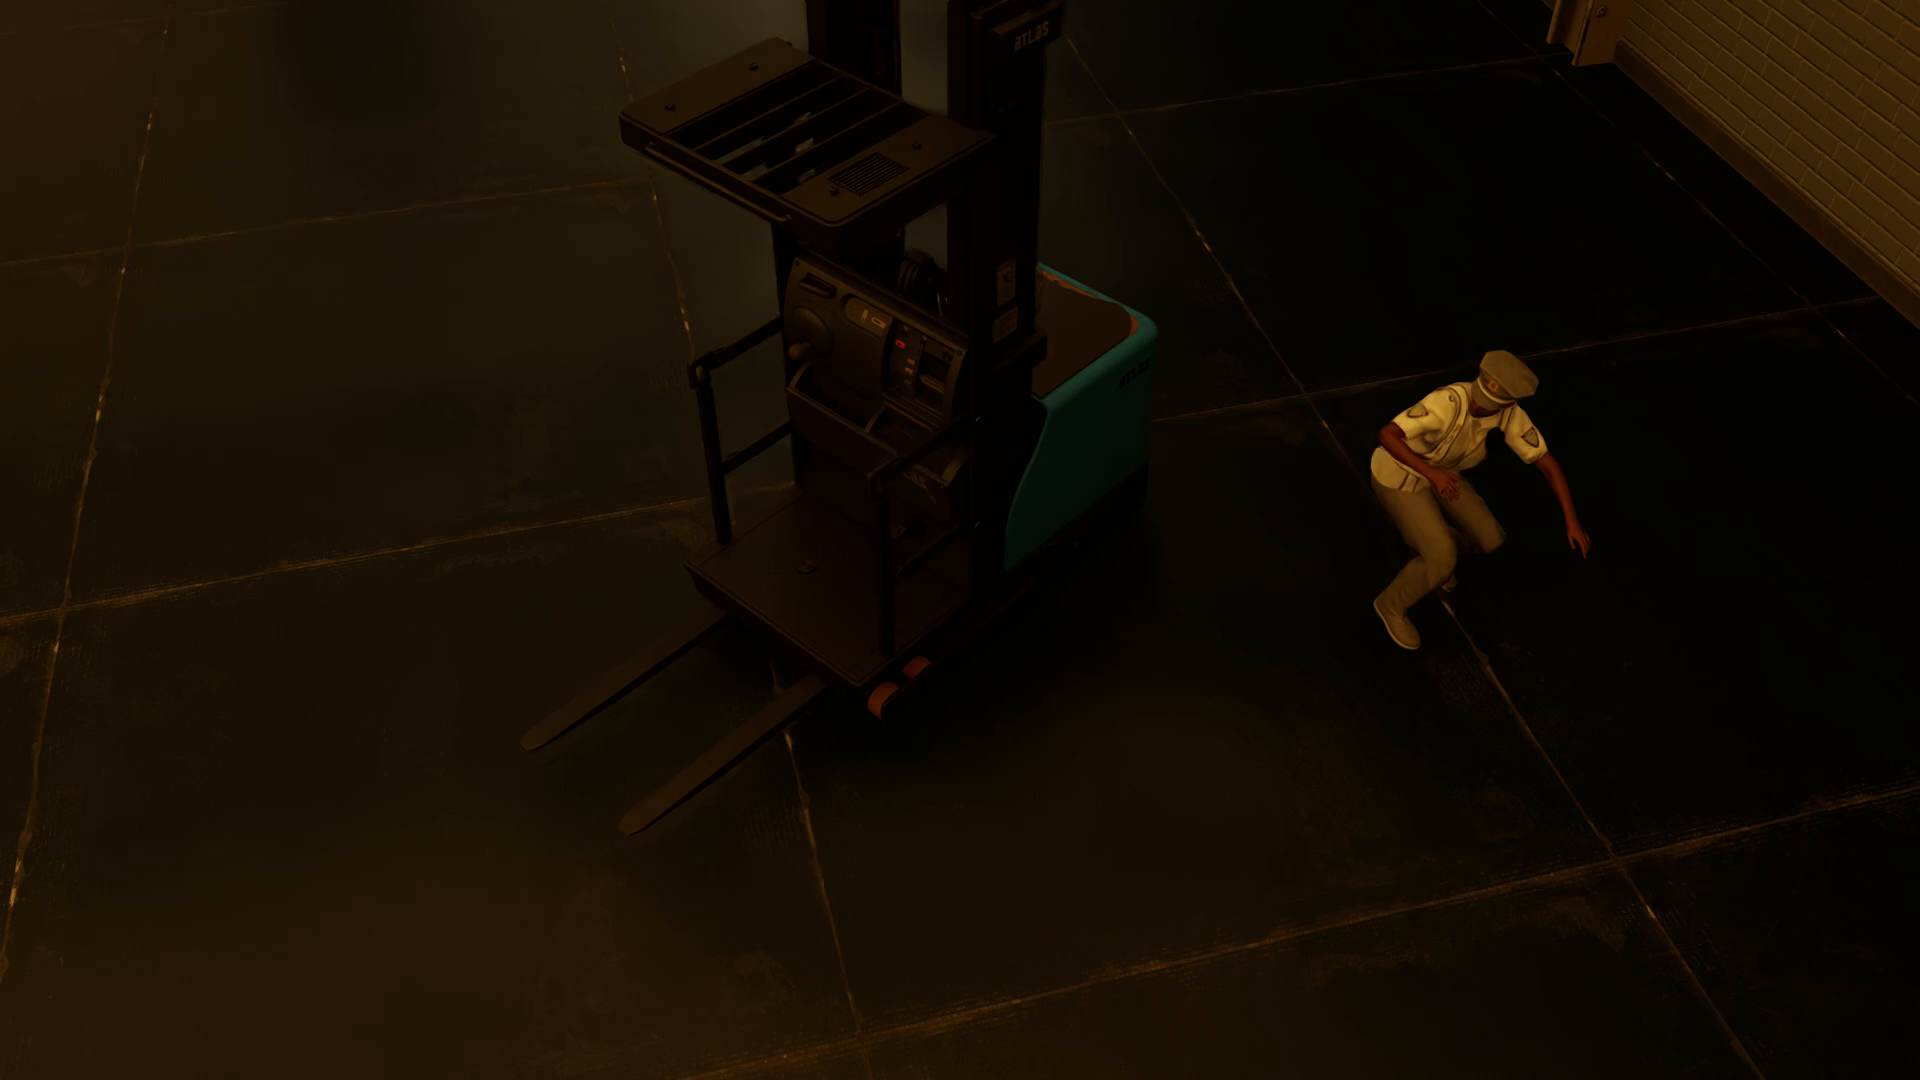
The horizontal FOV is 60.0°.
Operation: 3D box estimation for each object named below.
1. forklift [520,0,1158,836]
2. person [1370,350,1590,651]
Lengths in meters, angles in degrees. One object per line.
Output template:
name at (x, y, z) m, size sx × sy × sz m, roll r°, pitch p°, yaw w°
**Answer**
forklift at (-0.484, -0.708, 6.394) m, size 1.130 × 2.935 × 3.031 m, roll 32°, pitch 52°, yaw 29°
person at (2.084, -0.140, 6.924) m, size 0.716 × 1.414 × 0.893 m, roll -20°, pitch 47°, yaw -20°
